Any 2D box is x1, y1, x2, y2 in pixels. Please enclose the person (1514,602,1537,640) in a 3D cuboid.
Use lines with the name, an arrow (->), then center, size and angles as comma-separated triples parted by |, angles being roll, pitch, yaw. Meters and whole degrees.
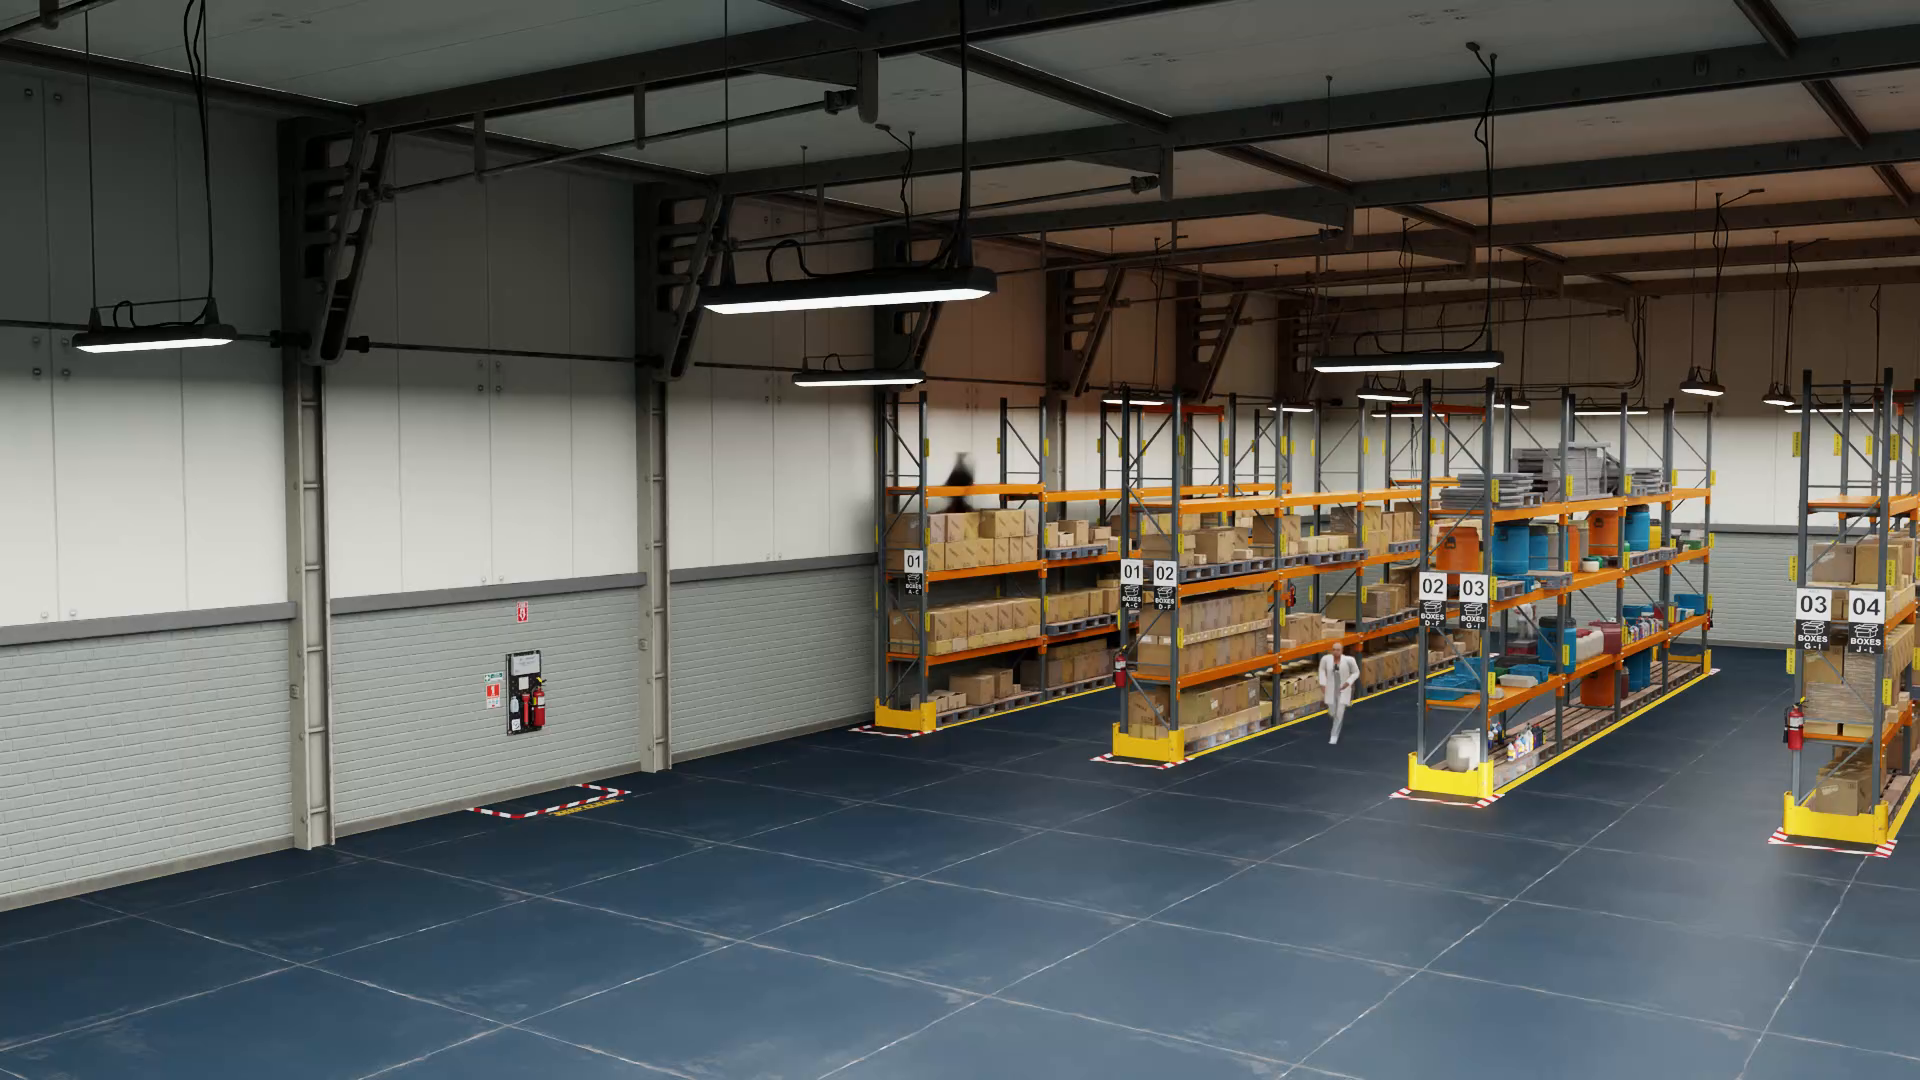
person -> 13.556, 2.031, 39.897 | 0.550, 1.601, 0.783 | 1, 3, 10

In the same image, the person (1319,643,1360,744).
person -> 6.456, 2.548, 28.330 | 0.687, 1.646, 0.758 | 1, 3, 14
